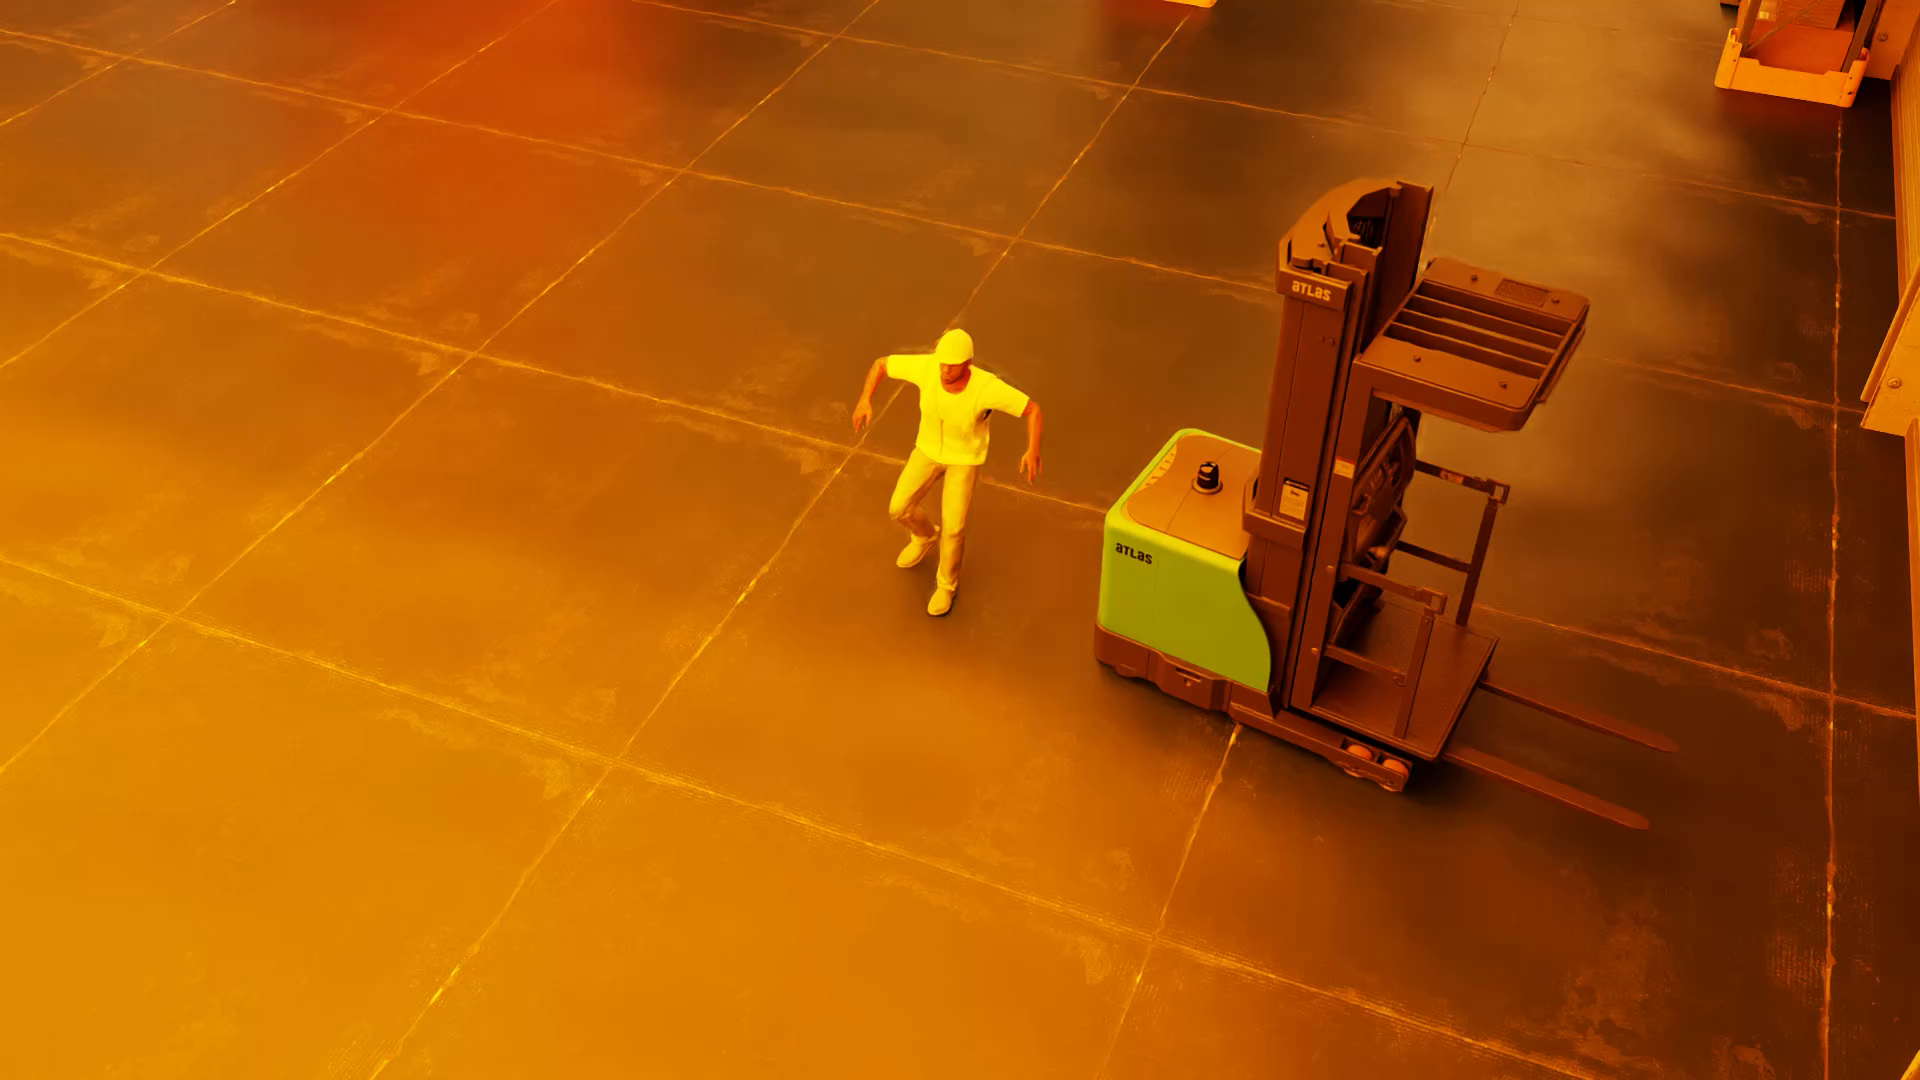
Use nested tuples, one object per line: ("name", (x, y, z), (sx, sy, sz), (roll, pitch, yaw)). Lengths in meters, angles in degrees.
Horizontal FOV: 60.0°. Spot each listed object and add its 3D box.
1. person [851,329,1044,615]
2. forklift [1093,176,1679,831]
("person", (-0.100, -0.404, 9.525), (1.170, 1.617, 0.800), (16, 43, 19))
("forklift", (2.281, -0.201, 8.246), (3.031, 2.935, 1.130), (21, 44, 23))
